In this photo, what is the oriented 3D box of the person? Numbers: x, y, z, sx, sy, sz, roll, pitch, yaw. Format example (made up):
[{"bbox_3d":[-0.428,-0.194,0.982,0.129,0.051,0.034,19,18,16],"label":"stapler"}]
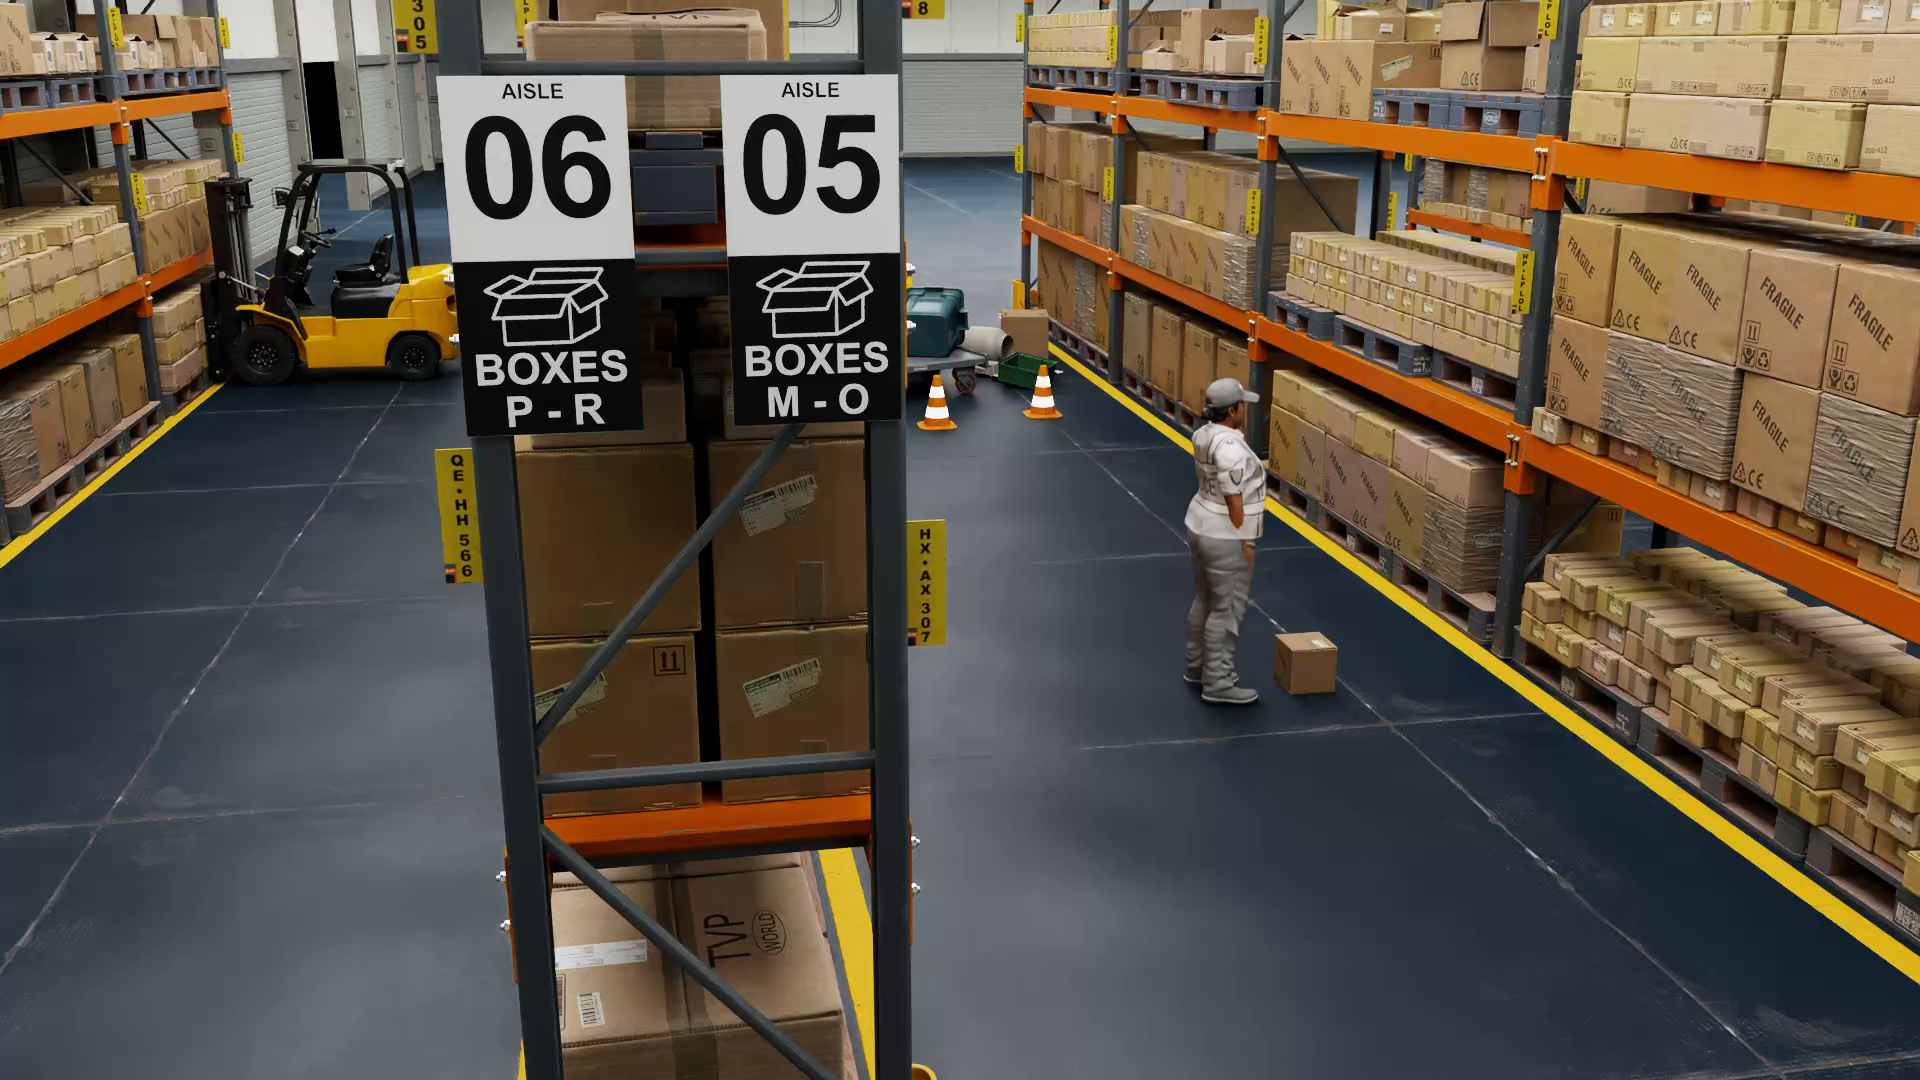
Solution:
[{"bbox_3d":[1.358,-0.007,8.533,0.382,1.668,0.468,-3,17,-10],"label":"person"}]
